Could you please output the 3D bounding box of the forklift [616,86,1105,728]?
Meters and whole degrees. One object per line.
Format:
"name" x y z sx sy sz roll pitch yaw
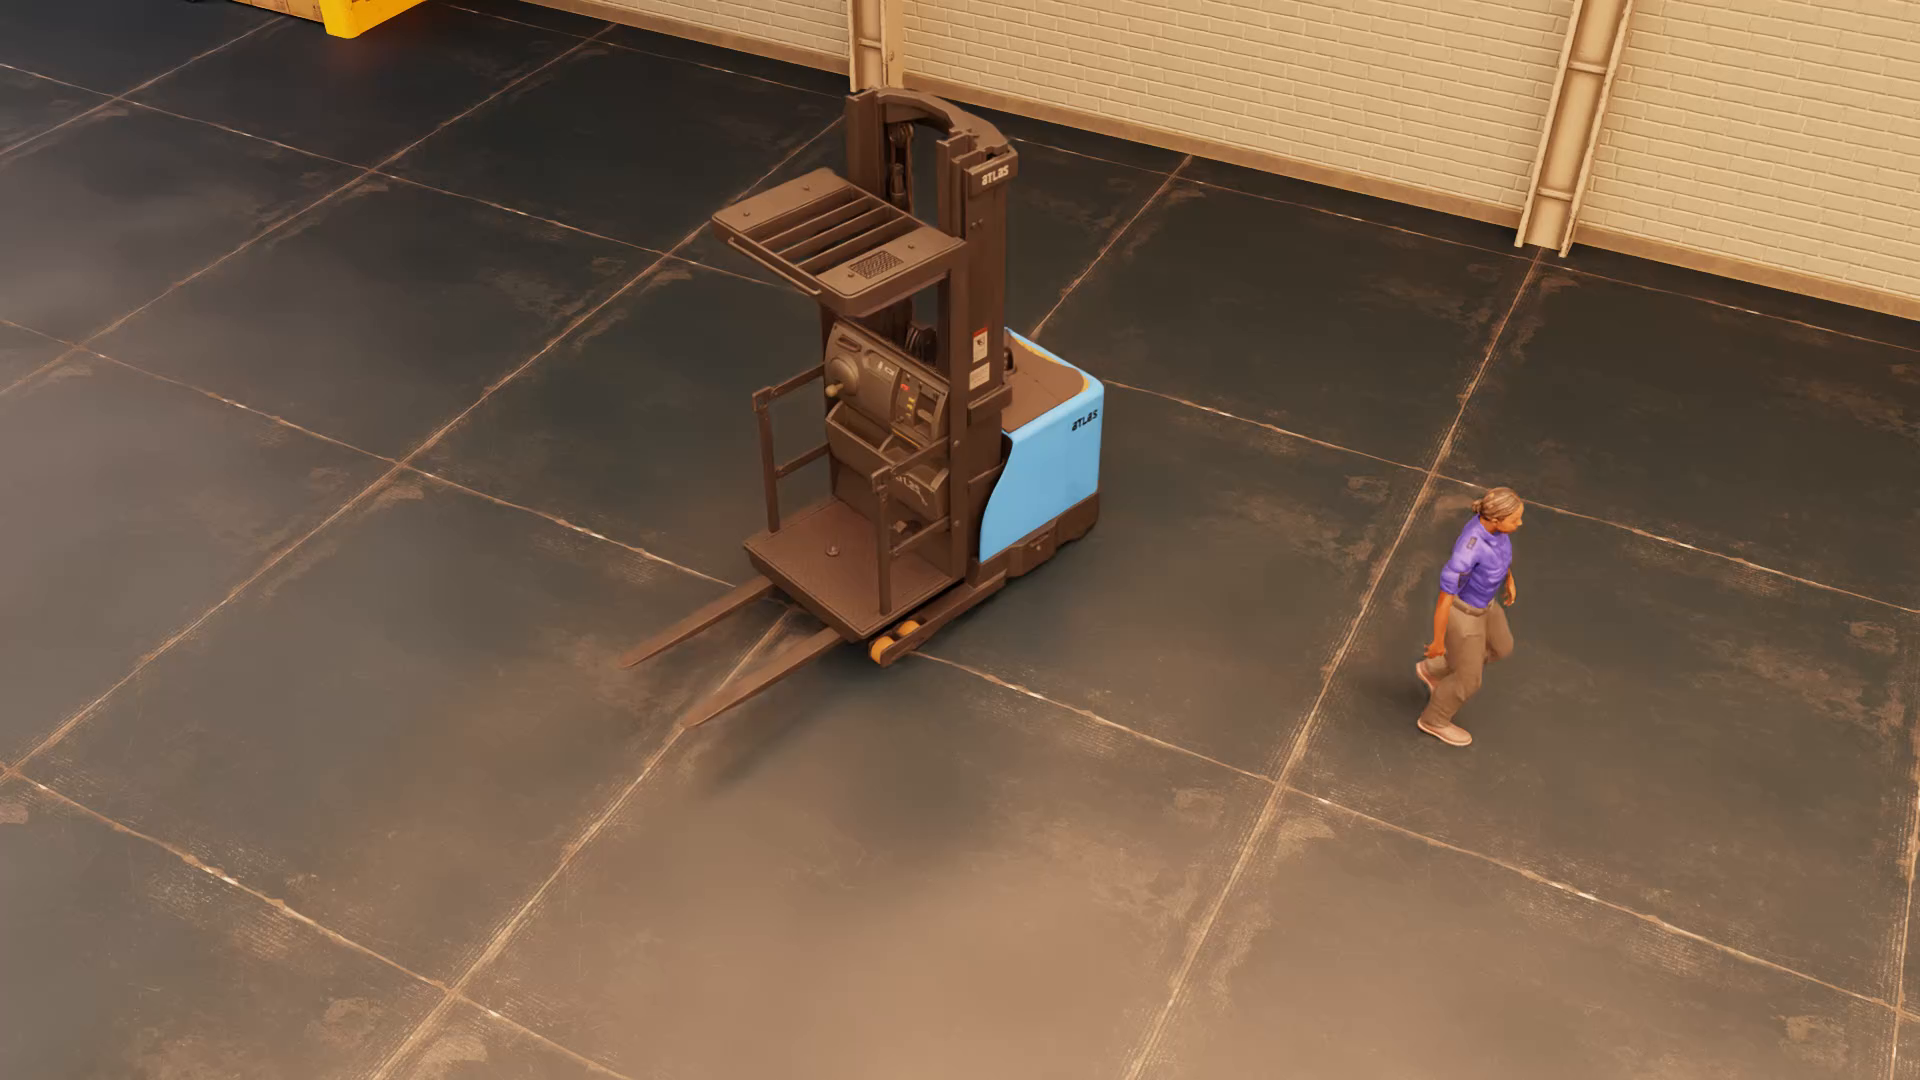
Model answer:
"forklift" -0.558 -0.789 8.923 3.031 2.935 1.130 -31 49 -32

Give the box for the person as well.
"person" 2.634 0.376 8.547 0.463 1.640 0.629 19 44 22
